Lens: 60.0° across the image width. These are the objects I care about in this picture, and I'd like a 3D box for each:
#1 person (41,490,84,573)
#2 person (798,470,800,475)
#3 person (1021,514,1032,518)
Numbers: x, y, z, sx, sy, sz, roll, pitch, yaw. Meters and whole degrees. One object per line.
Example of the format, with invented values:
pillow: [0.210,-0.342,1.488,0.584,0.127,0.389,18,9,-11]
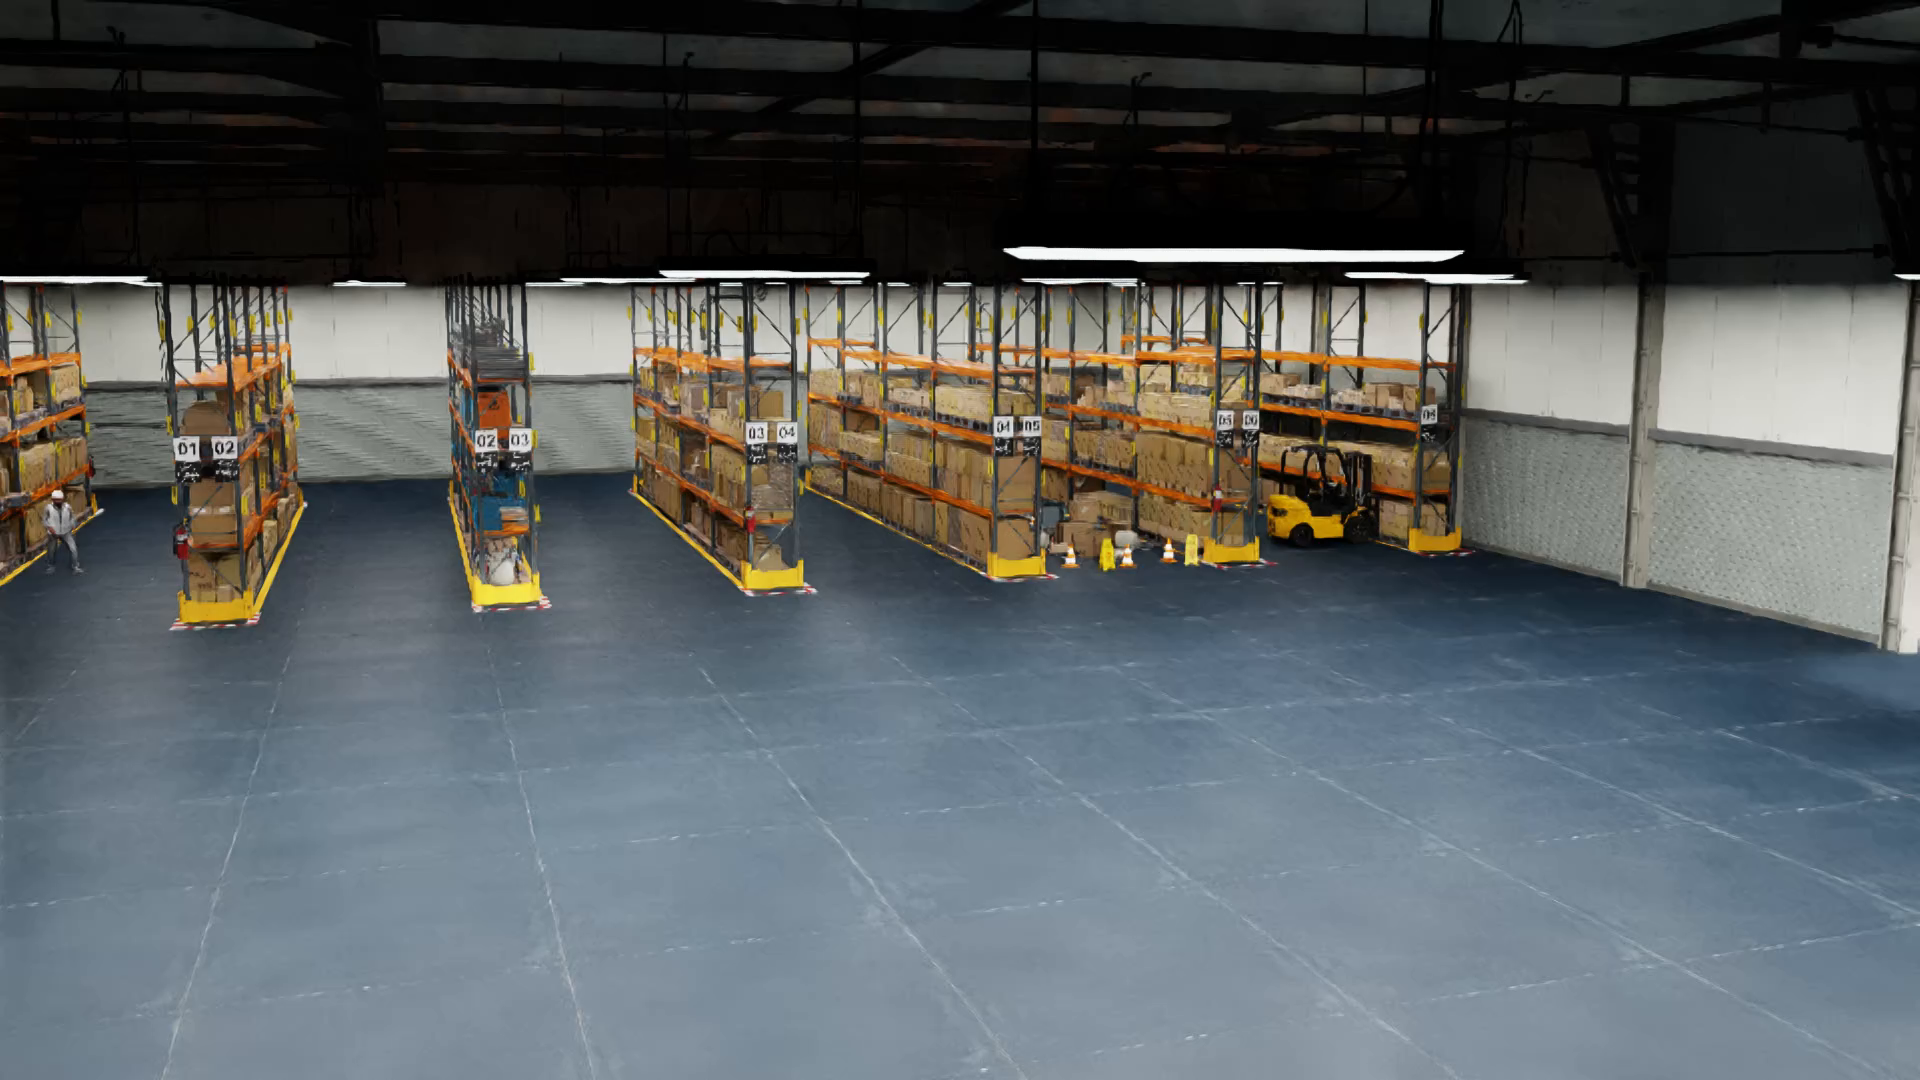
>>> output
person: [-18.166,-0.178,33.558,0.674,1.715,0.842,-6,11,-35]
person: [-5.268,-2.831,50.947,0.551,1.786,0.712,8,11,41]
person: [1.478,-1.213,39.872,0.575,1.778,0.665,2,9,11]
